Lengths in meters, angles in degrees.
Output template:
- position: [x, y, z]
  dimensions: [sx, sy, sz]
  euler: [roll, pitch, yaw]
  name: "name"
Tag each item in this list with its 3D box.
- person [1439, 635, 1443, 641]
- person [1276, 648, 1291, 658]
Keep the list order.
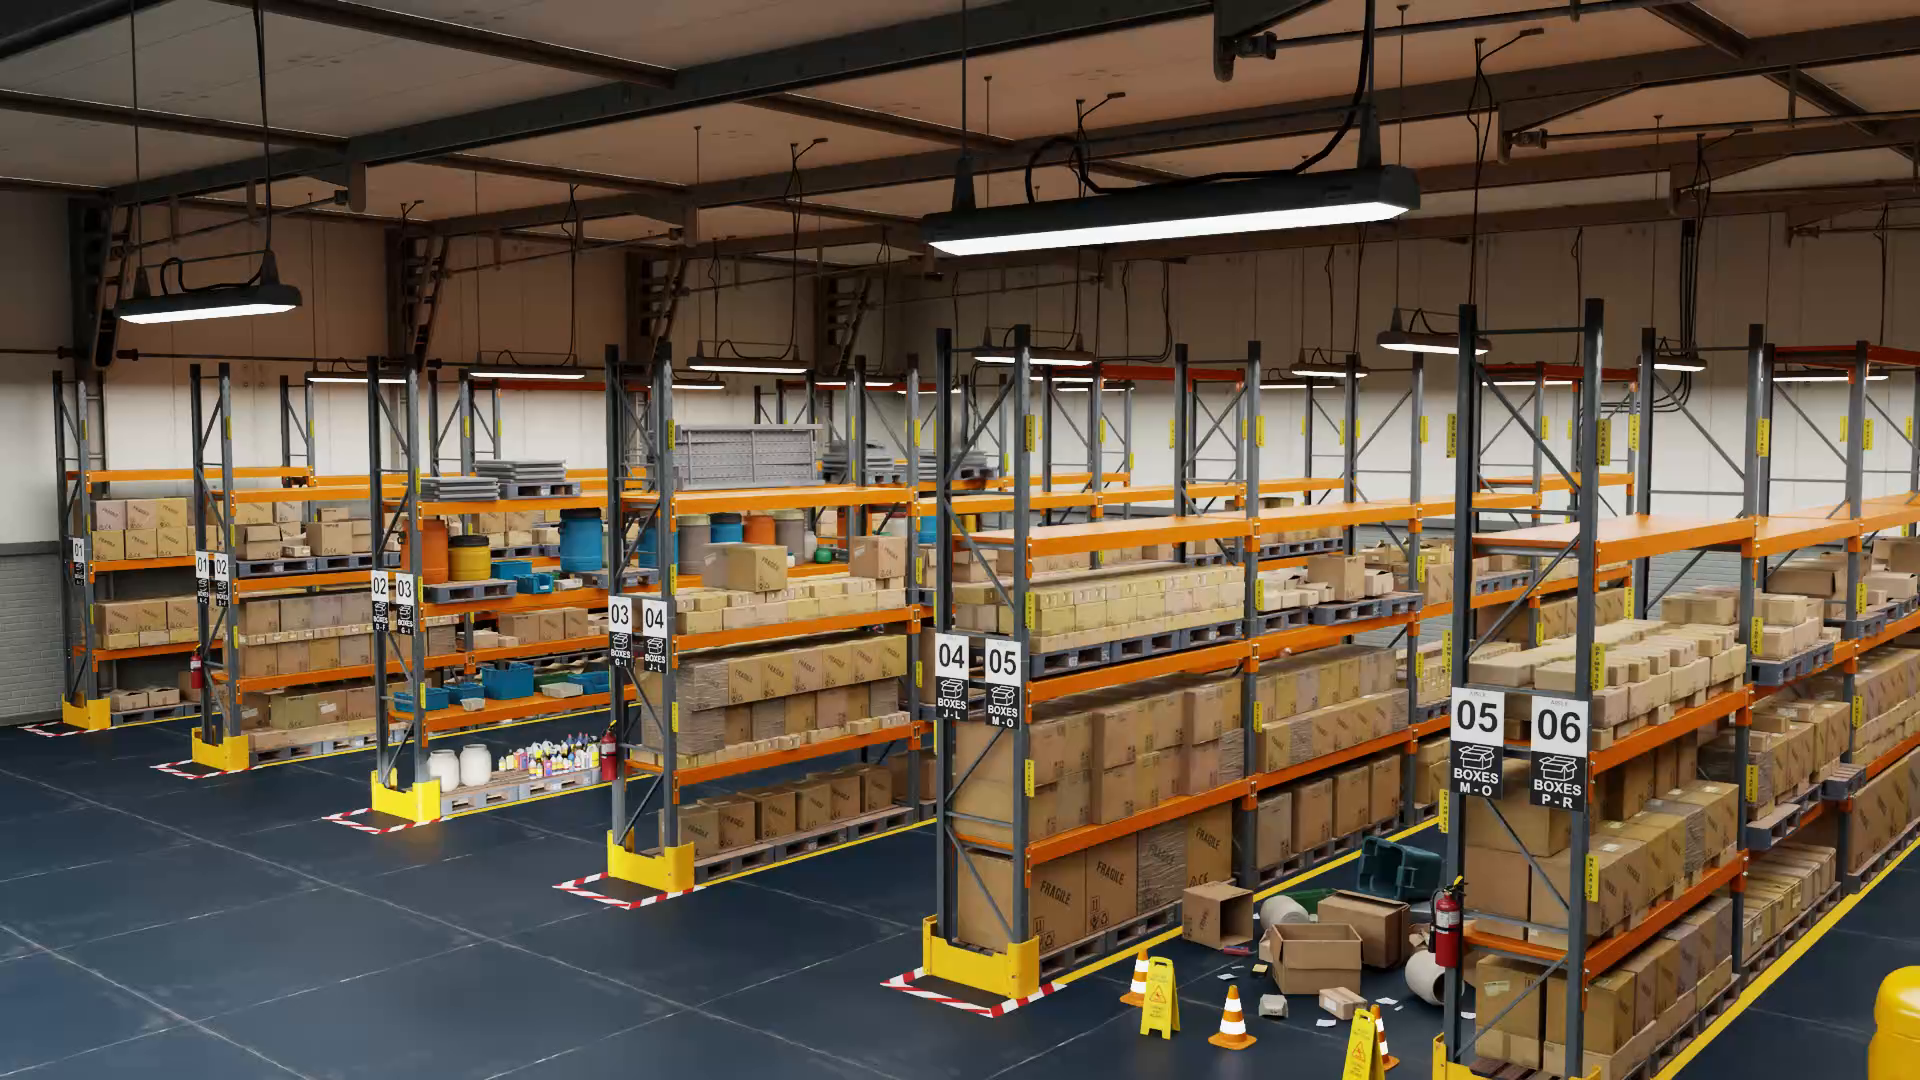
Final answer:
- position: [7.980, 2.370, 27.232]
  dimensions: [0.831, 1.660, 0.586]
  euler: [-4, 6, -43]
  name: "person"
- position: [4.979, 2.447, 25.656]
  dimensions: [0.638, 1.725, 0.576]
  euler: [3, 5, 38]
  name: "person"
